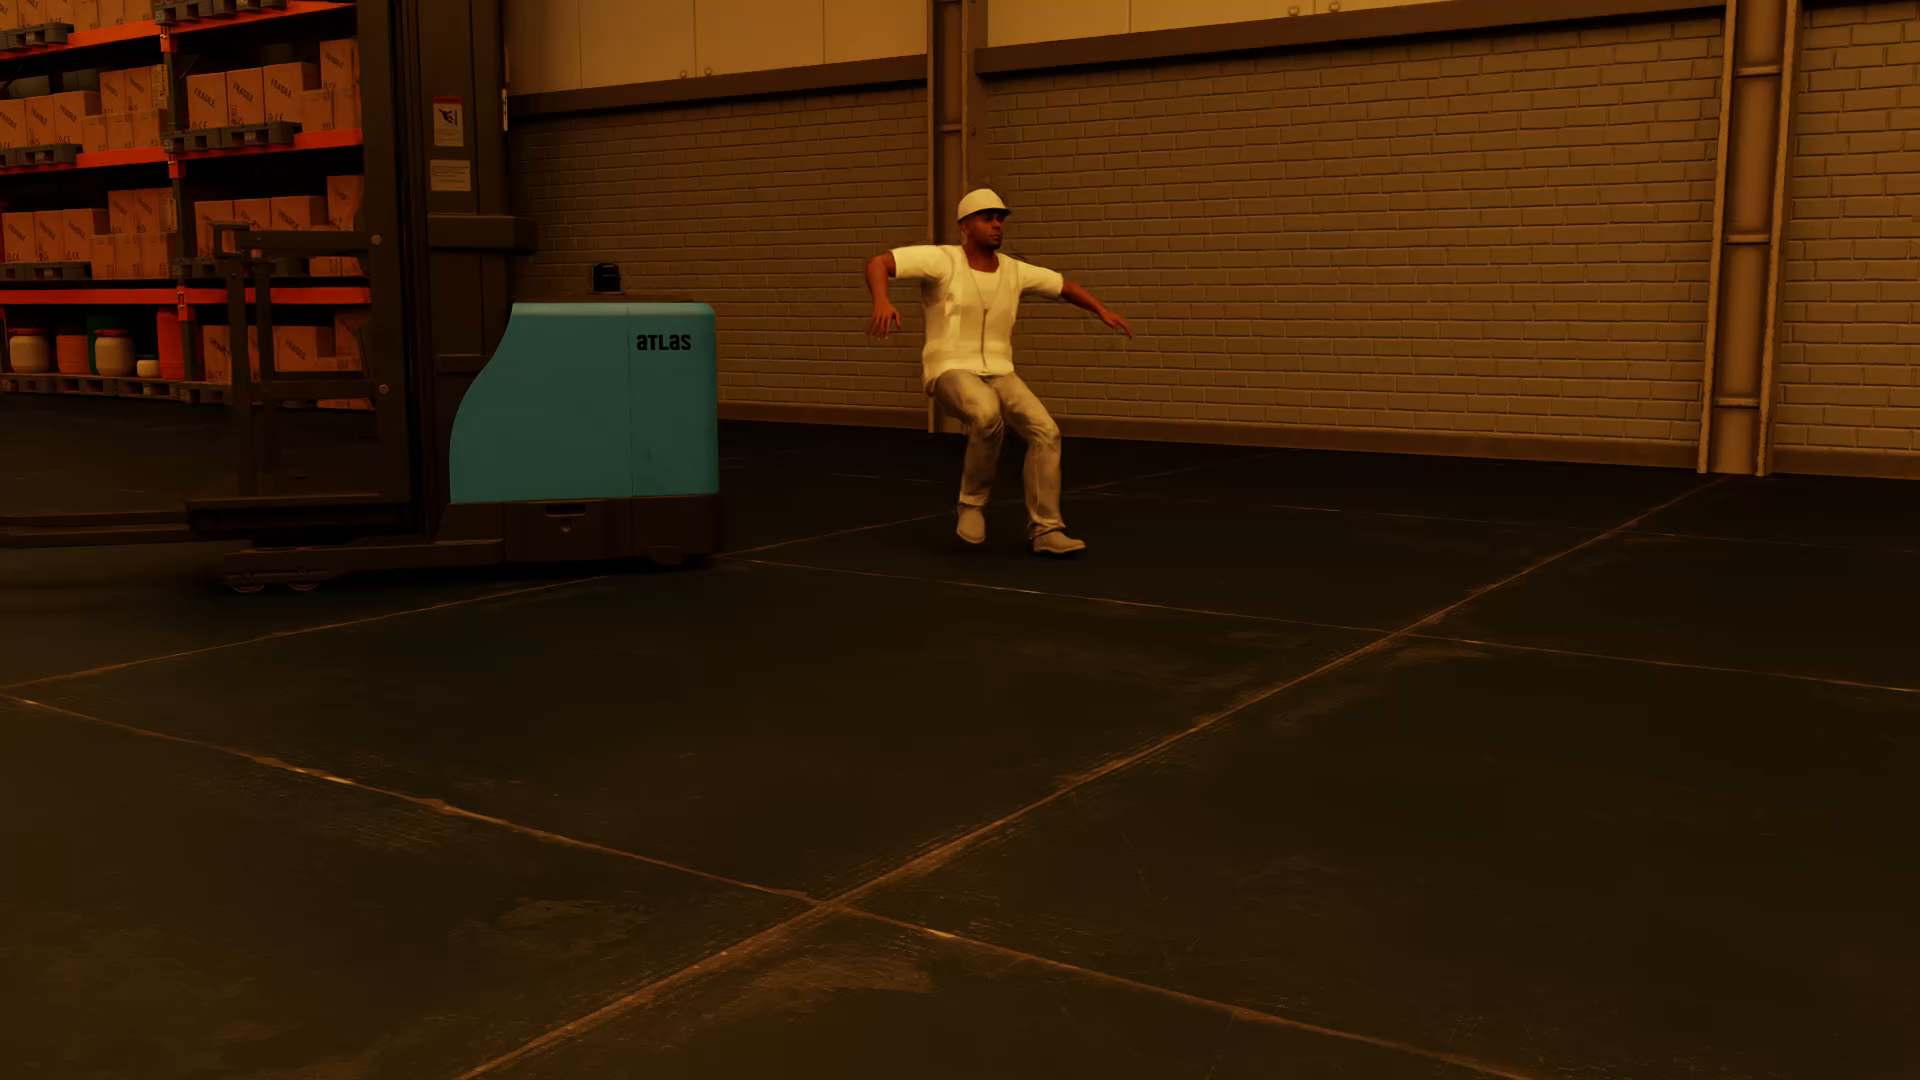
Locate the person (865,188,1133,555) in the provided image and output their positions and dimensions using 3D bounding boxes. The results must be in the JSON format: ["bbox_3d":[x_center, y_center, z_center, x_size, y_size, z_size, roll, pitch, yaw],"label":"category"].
[{"bbox_3d":[0.192,-0.729,7.181,1.242,1.576,0.851,-5,9,-29],"label":"person"}]

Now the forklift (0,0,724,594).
[{"bbox_3d":[-2.542,-1.334,6.576,3.031,2.935,1.130,-3,8,-17],"label":"forklift"}]
